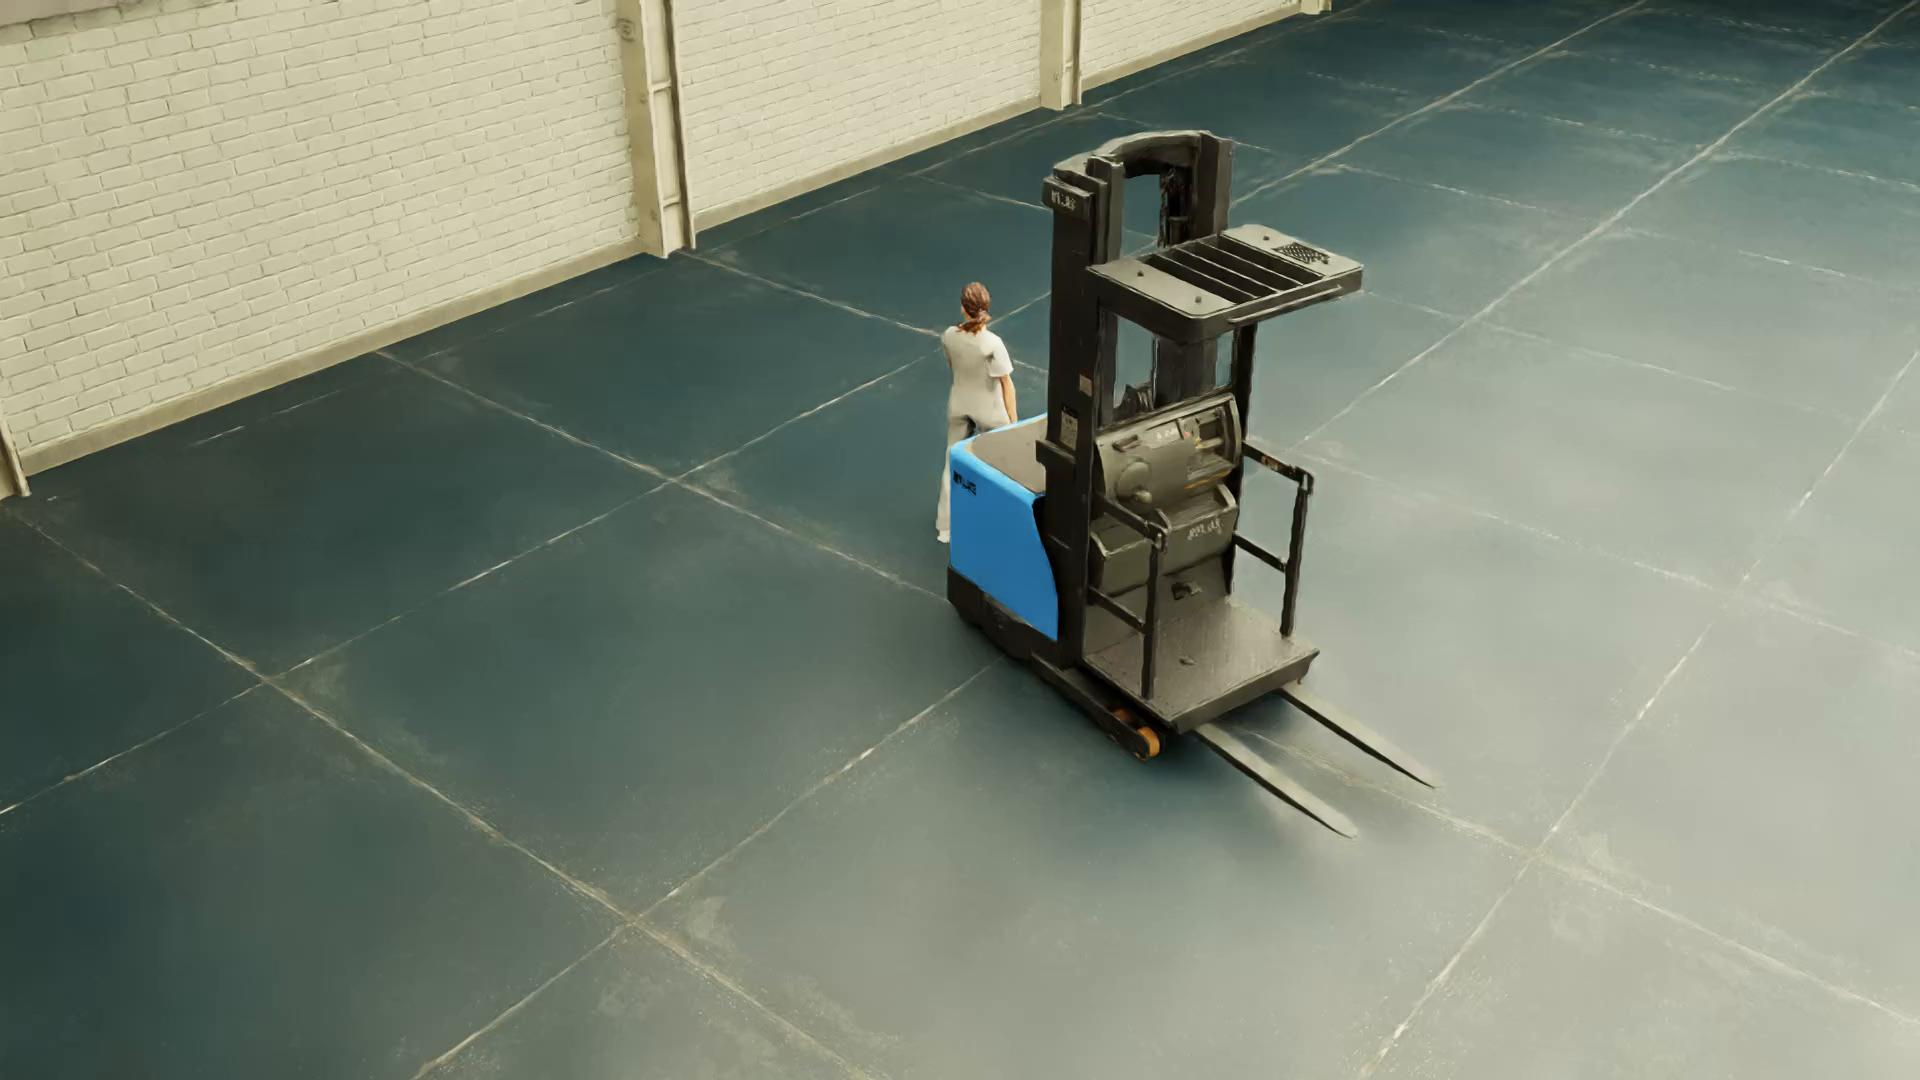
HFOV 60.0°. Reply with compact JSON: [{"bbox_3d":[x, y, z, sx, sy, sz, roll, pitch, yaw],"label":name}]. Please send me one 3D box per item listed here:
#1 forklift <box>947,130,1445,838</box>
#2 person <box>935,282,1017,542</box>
[{"bbox_3d":[1.193,-0.415,8.305,1.130,2.935,3.031,-20,36,-30],"label":"forklift"},{"bbox_3d":[0.178,-0.848,10.344,0.573,1.629,0.871,15,33,23],"label":"person"}]
